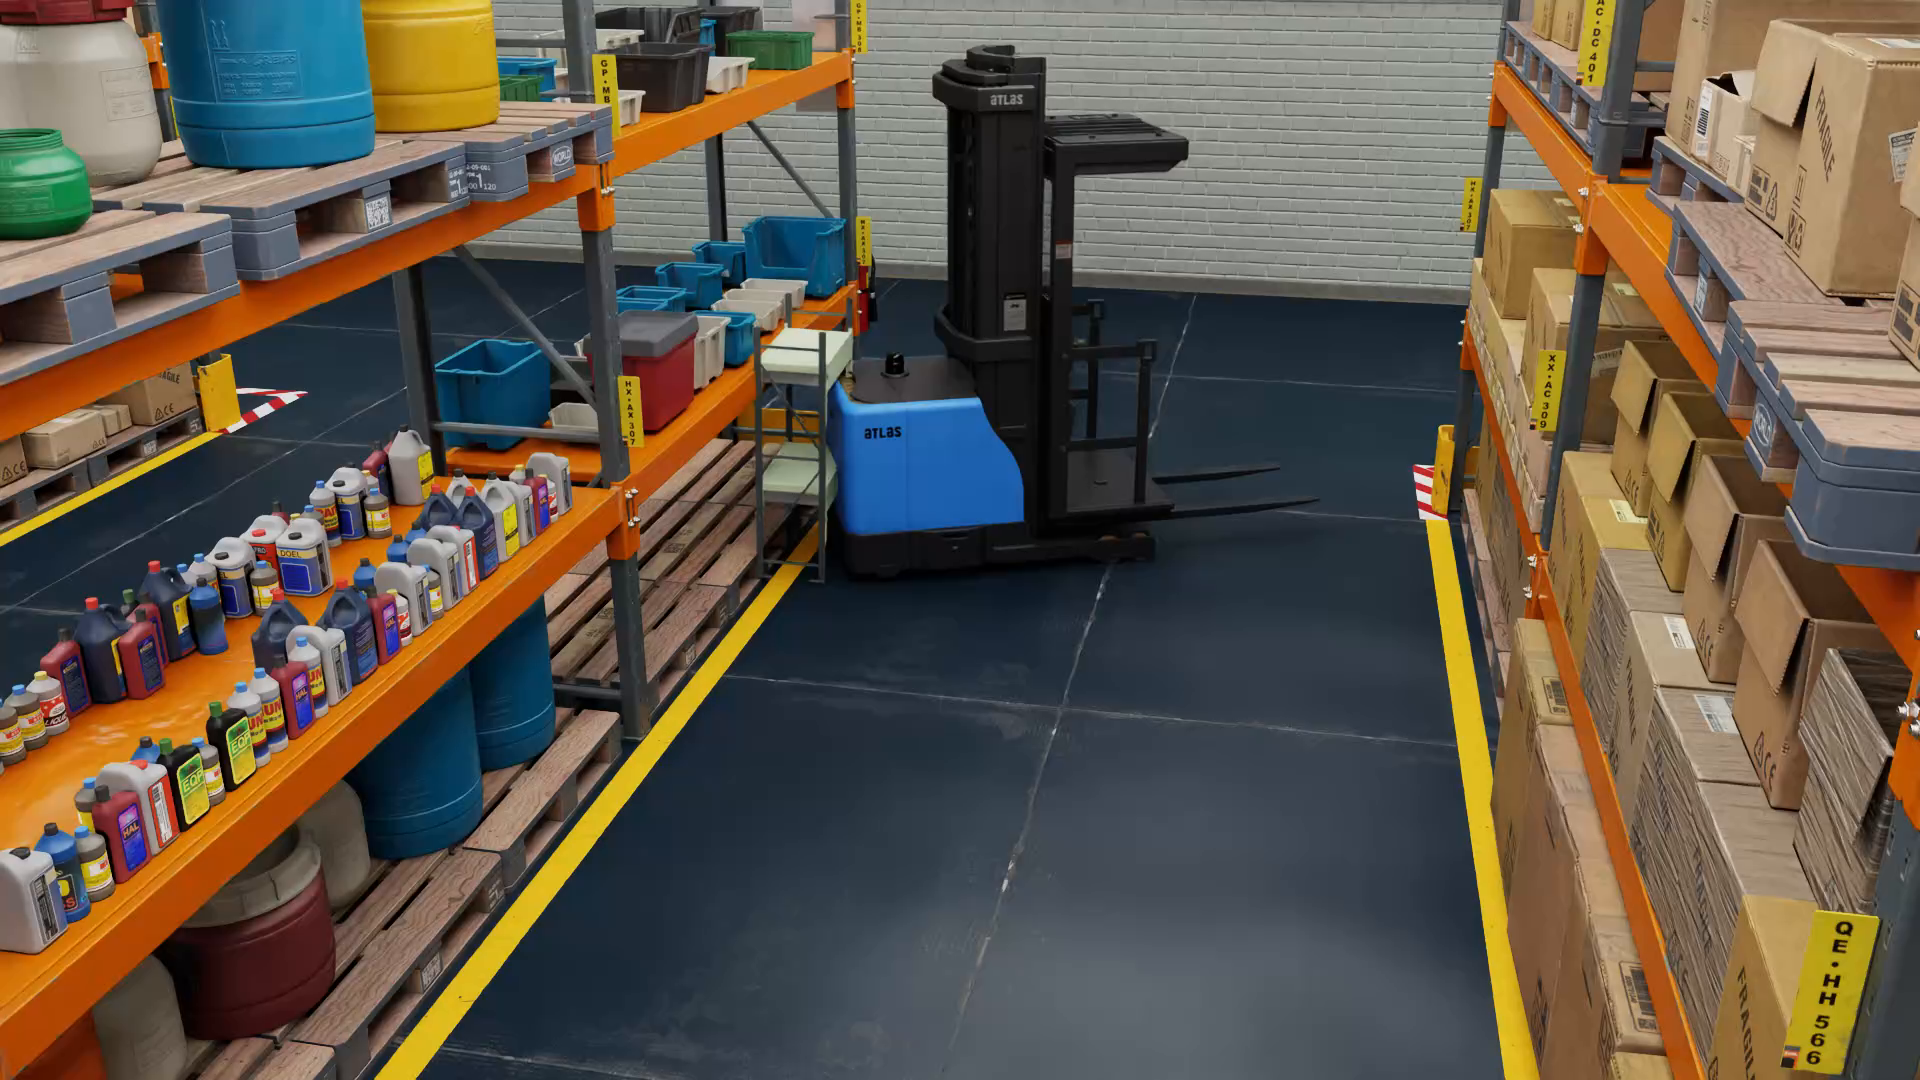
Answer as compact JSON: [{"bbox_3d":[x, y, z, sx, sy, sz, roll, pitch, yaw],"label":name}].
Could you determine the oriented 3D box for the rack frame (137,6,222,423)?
[{"bbox_3d":[-6.030,-2.325,12.111,1.000,3.000,0.127,4,22,11],"label":"rack frame"}]

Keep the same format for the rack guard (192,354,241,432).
[{"bbox_3d":[-6.046,-1.138,12.509,1.175,0.500,0.348,4,22,11],"label":"rack guard"}]

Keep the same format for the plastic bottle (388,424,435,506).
[{"bbox_3d":[-2.395,-0.341,7.252,0.144,0.351,0.185,4,22,11],"label":"plastic bottle"}]

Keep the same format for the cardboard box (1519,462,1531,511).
[{"bbox_3d":[2.645,-0.220,7.220,0.380,0.149,0.250,5,22,12],"label":"cardboard box"}]

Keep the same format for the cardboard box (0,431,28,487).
[{"bbox_3d":[-6.468,-0.596,10.570,0.797,0.503,0.637,4,22,11],"label":"cardboard box"}]

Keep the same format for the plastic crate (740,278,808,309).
[{"bbox_3d":[-1.171,-1.539,10.433,0.396,0.136,0.243,4,22,11],"label":"plastic crate"}]

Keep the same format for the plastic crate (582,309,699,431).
[{"bbox_3d":[-1.570,-0.848,8.278,0.402,0.464,0.583,4,22,11],"label":"plastic crate"}]

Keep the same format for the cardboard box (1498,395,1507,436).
[{"bbox_3d":[2.854,-0.595,8.153,0.380,0.149,0.250,4,22,10],"label":"cardboard box"}]

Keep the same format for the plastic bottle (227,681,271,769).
[{"bbox_3d":[-2.190,0.563,5.112,0.097,0.271,0.097,0,22,0],"label":"plastic bottle"}]

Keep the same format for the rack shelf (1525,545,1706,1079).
[{"bbox_3d":[2.443,0.960,4.918,1.077,0.370,4.000,4,22,11],"label":"rack shelf"}]

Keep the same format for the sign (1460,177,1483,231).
[{"bbox_3d":[3.125,-2.051,10.167,0.100,0.325,0.005,4,22,11],"label":"sign"}]

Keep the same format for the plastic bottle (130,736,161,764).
[{"bbox_3d":[-2.324,0.692,4.793,0.097,0.271,0.097,0,22,0],"label":"plastic bottle"}]

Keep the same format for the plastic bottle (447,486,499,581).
[{"bbox_3d":[-1.903,-0.031,6.482,0.144,0.351,0.185,4,22,11],"label":"plastic bottle"}]

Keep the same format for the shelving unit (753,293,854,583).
[{"bbox_3d":[-0.905,-0.601,9.712,0.431,1.500,0.755,5,24,7],"label":"shelving unit"}]

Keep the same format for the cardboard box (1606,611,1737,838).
[{"bbox_3d":[2.208,0.554,4.830,0.500,0.500,0.500,5,22,12],"label":"cardboard box"}]

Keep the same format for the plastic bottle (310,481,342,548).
[{"bbox_3d":[-2.591,-0.109,6.781,0.097,0.271,0.097,0,22,0],"label":"plastic bottle"}]

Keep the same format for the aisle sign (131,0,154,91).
[{"bbox_3d":[-5.716,-3.532,11.629,0.394,0.787,0.004,4,22,11],"label":"aisle sign"}]

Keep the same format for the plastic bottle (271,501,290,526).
[{"bbox_3d":[-2.672,-0.003,6.501,0.061,0.283,0.133,4,22,11],"label":"plastic bottle"}]

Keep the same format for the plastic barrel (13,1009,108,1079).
[{"bbox_3d":[-2.731,1.612,4.680,0.600,0.830,0.708,4,22,11],"label":"plastic barrel"}]

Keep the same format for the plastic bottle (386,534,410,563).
[{"bbox_3d":[-2.093,0.110,6.238,0.097,0.271,0.097,0,22,0],"label":"plastic bottle"}]

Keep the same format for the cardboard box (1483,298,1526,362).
[{"bbox_3d":[3.099,-1.108,8.891,0.500,0.250,0.500,4,22,9],"label":"cardboard box"}]

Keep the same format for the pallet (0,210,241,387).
[{"bbox_3d":[-2.562,-0.596,4.056,1.003,0.211,1.213,4,22,11],"label":"pallet"}]

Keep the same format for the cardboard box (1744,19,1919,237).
[{"bbox_3d":[2.431,-1.025,4.169,0.797,0.503,0.637,4,22,10],"label":"cardboard box"}]

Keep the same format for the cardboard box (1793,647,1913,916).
[{"bbox_3d":[2.200,0.580,3.423,0.797,0.503,0.637,5,23,13],"label":"cardboard box"}]

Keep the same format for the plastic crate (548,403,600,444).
[{"bbox_3d":[-1.763,-0.548,7.971,0.396,0.136,0.243,4,22,11],"label":"plastic crate"}]

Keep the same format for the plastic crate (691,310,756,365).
[{"bbox_3d":[-1.350,-1.125,9.277,0.416,0.233,0.300,4,22,11],"label":"plastic crate"}]

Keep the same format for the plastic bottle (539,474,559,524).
[{"bbox_3d":[-1.759,-0.178,7.045,0.097,0.201,0.097,0,22,0],"label":"plastic bottle"}]

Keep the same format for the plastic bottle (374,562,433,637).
[{"bbox_3d":[-2.014,0.195,6.019,0.152,0.276,0.135,4,22,11],"label":"plastic bottle"}]

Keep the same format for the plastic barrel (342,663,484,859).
[{"bbox_3d":[-2.270,0.752,6.717,0.600,0.901,0.708,4,22,11],"label":"plastic barrel"}]

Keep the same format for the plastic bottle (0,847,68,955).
[{"bbox_3d":[-2.409,0.904,4.260,0.152,0.276,0.135,4,22,11],"label":"plastic bottle"}]

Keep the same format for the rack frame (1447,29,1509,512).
[{"bbox_3d":[3.667,-1.568,10.233,1.000,3.000,0.127,4,22,11],"label":"rack frame"}]

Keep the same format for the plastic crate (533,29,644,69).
[{"bbox_3d":[-1.936,-2.495,8.678,0.437,0.282,0.530,4,22,11],"label":"plastic crate"}]

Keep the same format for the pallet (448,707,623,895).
[{"bbox_3d":[-2.196,1.089,7.366,1.003,0.211,1.213,4,22,11],"label":"pallet"}]

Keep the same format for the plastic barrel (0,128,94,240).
[{"bbox_3d":[-2.373,-0.904,4.214,0.294,0.245,0.294,0,22,0],"label":"plastic barrel"}]

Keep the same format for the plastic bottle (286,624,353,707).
[{"bbox_3d":[-2.126,0.397,5.520,0.152,0.276,0.135,4,22,11],"label":"plastic bottle"}]

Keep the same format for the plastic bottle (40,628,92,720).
[{"bbox_3d":[-2.916,0.436,5.413,0.061,0.283,0.133,4,22,11],"label":"plastic bottle"}]

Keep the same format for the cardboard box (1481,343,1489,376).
[{"bbox_3d":[3.064,-0.971,9.086,0.380,0.149,0.250,4,22,10],"label":"cardboard box"}]

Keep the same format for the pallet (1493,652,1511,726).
[{"bbox_3d":[3.083,0.916,7.797,1.003,0.211,1.213,4,22,11],"label":"pallet"}]

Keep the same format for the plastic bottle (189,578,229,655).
[{"bbox_3d":[-2.651,0.263,5.858,0.097,0.271,0.097,0,22,0],"label":"plastic bottle"}]

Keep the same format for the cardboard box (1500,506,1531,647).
[{"bbox_3d":[3.247,0.121,8.320,0.875,0.875,0.875,4,22,11],"label":"cardboard box"}]

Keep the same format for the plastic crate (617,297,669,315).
[{"bbox_3d":[-1.884,-1.240,9.560,0.416,0.233,0.300,4,22,11],"label":"plastic crate"}]

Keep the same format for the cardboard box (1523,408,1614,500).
[{"bbox_3d":[2.684,-0.355,7.023,0.500,0.250,0.500,4,22,10],"label":"cardboard box"}]

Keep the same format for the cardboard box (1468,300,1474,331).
[{"bbox_3d":[3.272,-1.347,10.020,0.380,0.149,0.250,5,22,12],"label":"cardboard box"}]

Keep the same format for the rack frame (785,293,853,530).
[{"bbox_3d":[-0.853,-0.743,10.046,0.400,1.500,0.023,5,24,7],"label":"rack frame"}]

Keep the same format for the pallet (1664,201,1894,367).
[{"bbox_3d":[2.339,-0.595,4.054,1.003,0.211,1.213,6,23,13],"label":"pallet"}]

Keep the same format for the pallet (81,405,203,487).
[{"bbox_3d":[-6.207,-0.712,11.839,1.003,0.211,1.213,4,22,11],"label":"pallet"}]

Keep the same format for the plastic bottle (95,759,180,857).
[{"bbox_3d":[-2.315,0.735,4.680,0.152,0.276,0.135,4,22,11],"label":"plastic bottle"}]

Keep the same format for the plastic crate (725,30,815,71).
[{"bbox_3d":[-1.103,-2.857,9.700,0.450,0.188,0.336,4,22,11],"label":"plastic crate"}]

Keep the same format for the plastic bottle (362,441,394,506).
[{"bbox_3d":[-2.518,-0.279,7.186,0.061,0.283,0.133,4,22,11],"label":"plastic bottle"}]

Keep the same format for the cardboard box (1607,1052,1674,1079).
[{"bbox_3d":[2.196,1.897,3.909,1.225,0.875,0.875,3,22,8],"label":"cardboard box"}]

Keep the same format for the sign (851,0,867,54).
[{"bbox_3d":[-0.640,-3.253,10.540,0.100,0.325,0.005,4,22,11],"label":"sign"}]

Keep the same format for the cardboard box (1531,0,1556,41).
[{"bbox_3d":[3.381,-2.856,8.586,0.700,0.500,0.500,4,22,9],"label":"cardboard box"}]

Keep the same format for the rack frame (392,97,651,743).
[{"bbox_3d":[-1.998,-0.483,7.538,1.000,3.000,0.127,4,22,11],"label":"rack frame"}]

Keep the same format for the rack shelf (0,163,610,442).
[{"bbox_3d":[-2.406,-0.809,5.296,1.077,0.370,4.000,4,22,11],"label":"rack shelf"}]

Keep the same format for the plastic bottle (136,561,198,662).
[{"bbox_3d":[-2.778,0.233,5.826,0.144,0.351,0.185,4,22,11],"label":"plastic bottle"}]

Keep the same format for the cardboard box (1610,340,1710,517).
[{"bbox_3d":[2.729,-0.383,5.813,0.797,0.503,0.637,4,22,10],"label":"cardboard box"}]

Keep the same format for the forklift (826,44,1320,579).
[{"bbox_3d":[0.704,-1.405,9.920,3.031,2.935,1.130,-5,22,-12],"label":"forklift"}]

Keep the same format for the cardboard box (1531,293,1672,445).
[{"bbox_3d":[2.683,-0.710,6.901,0.500,0.500,0.500,5,22,12],"label":"cardboard box"}]
